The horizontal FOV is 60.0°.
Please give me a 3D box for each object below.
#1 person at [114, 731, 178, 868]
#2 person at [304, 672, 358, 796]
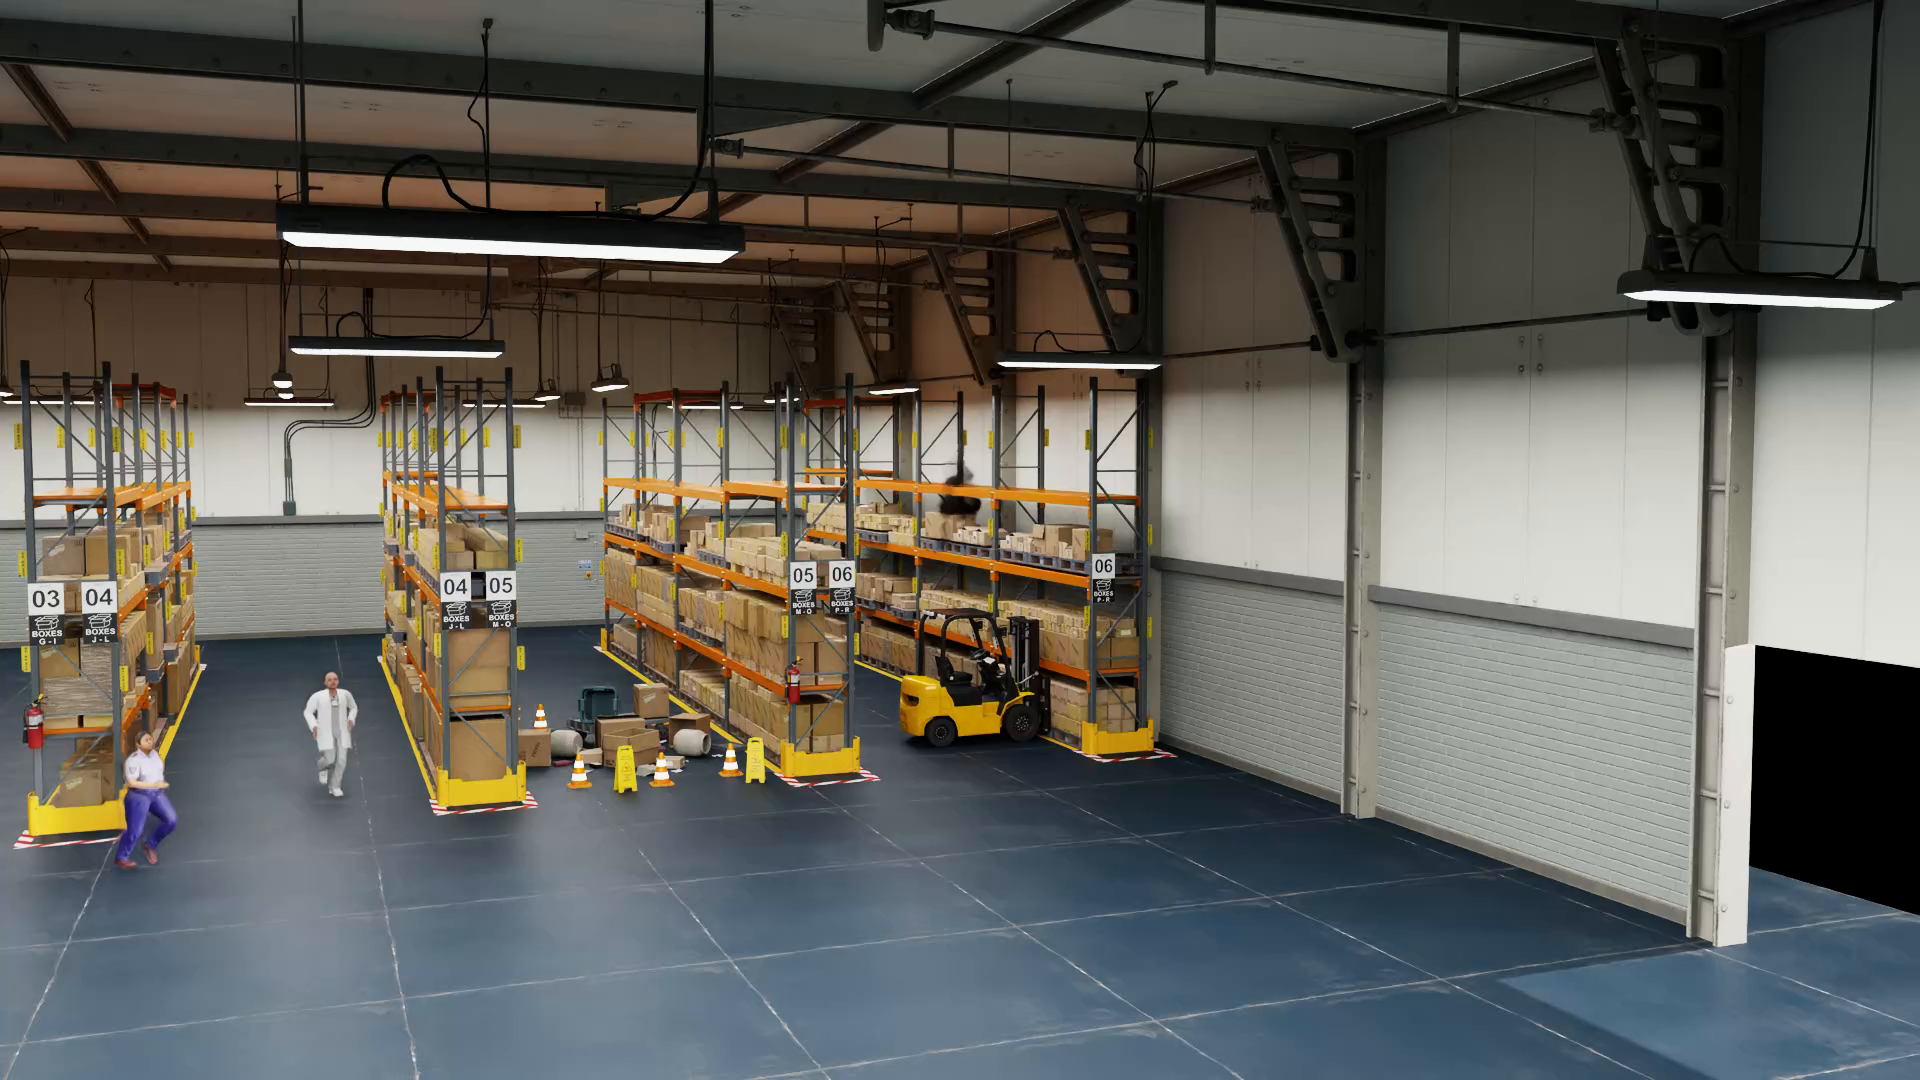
[{"bbox_3d":[-9.471,3.015,19.382,0.800,1.599,0.621,1,4,21],"label":"person"},{"bbox_3d":[-8.866,2.731,23.515,0.725,1.726,0.631,-2,4,-34],"label":"person"}]
